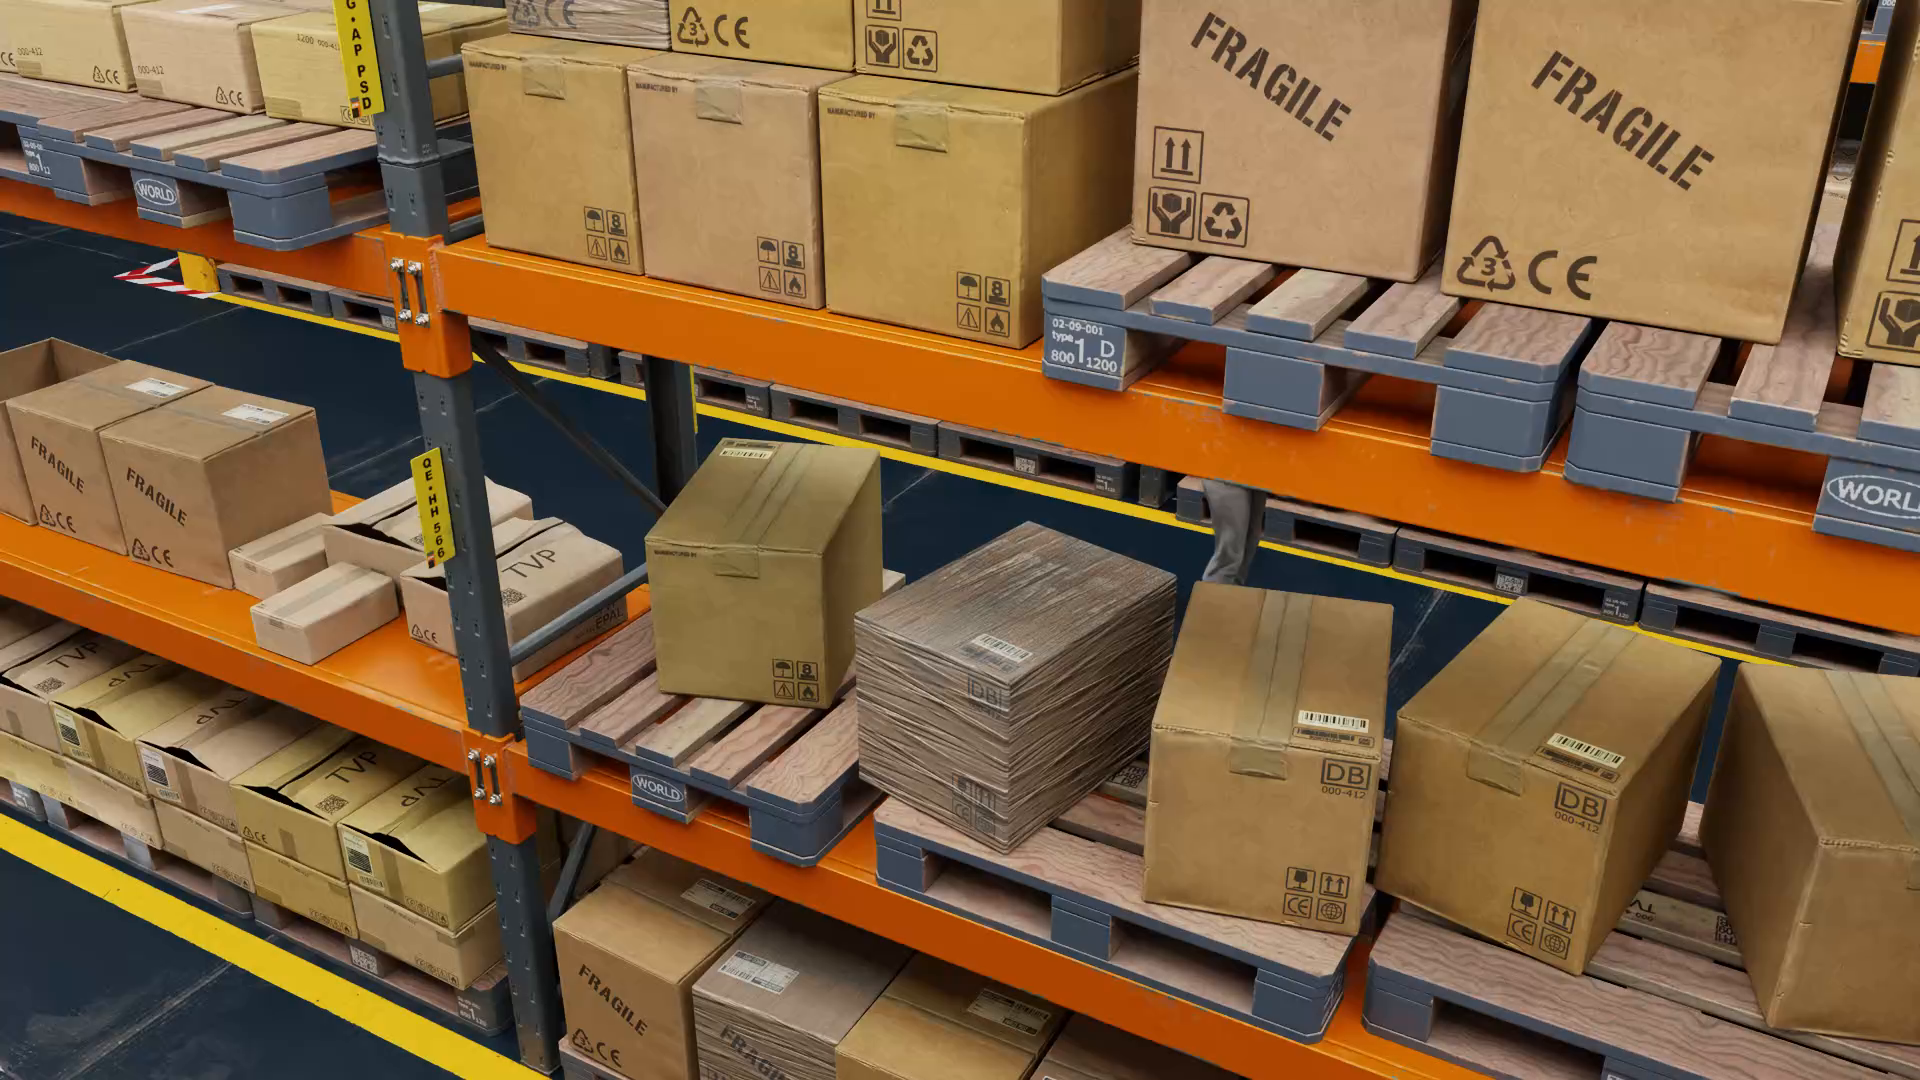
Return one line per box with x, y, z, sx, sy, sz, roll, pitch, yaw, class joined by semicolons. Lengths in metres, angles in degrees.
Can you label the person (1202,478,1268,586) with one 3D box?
1.358;-0.283;7.655;0.528;1.691;0.457;14;30;26;person
